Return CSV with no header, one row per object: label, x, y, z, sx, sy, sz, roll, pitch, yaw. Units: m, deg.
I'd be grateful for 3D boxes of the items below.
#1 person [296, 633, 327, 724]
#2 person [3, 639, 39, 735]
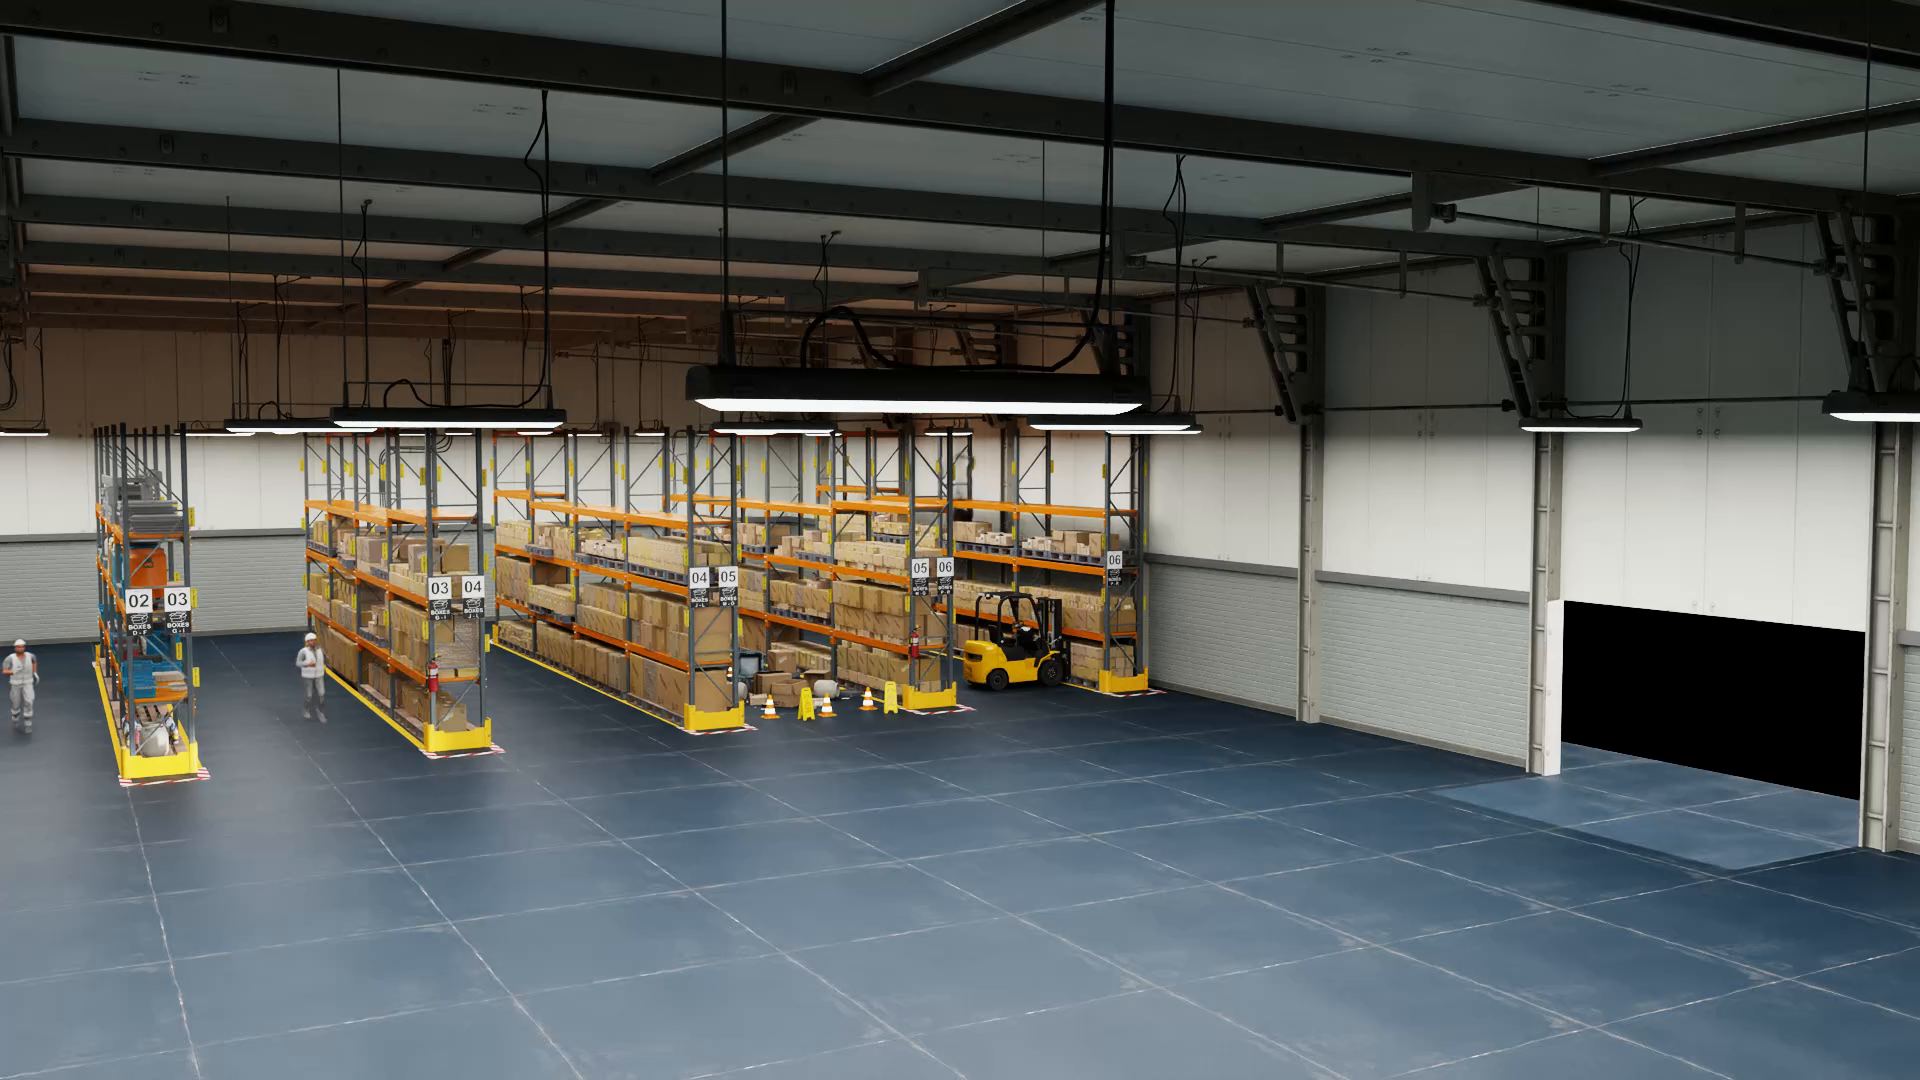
person,-13.143,2.789,33.701,0.644,1.824,0.799,-3,4,-39
person,-18.319,2.841,32.443,0.652,1.825,0.905,-3,4,-38
